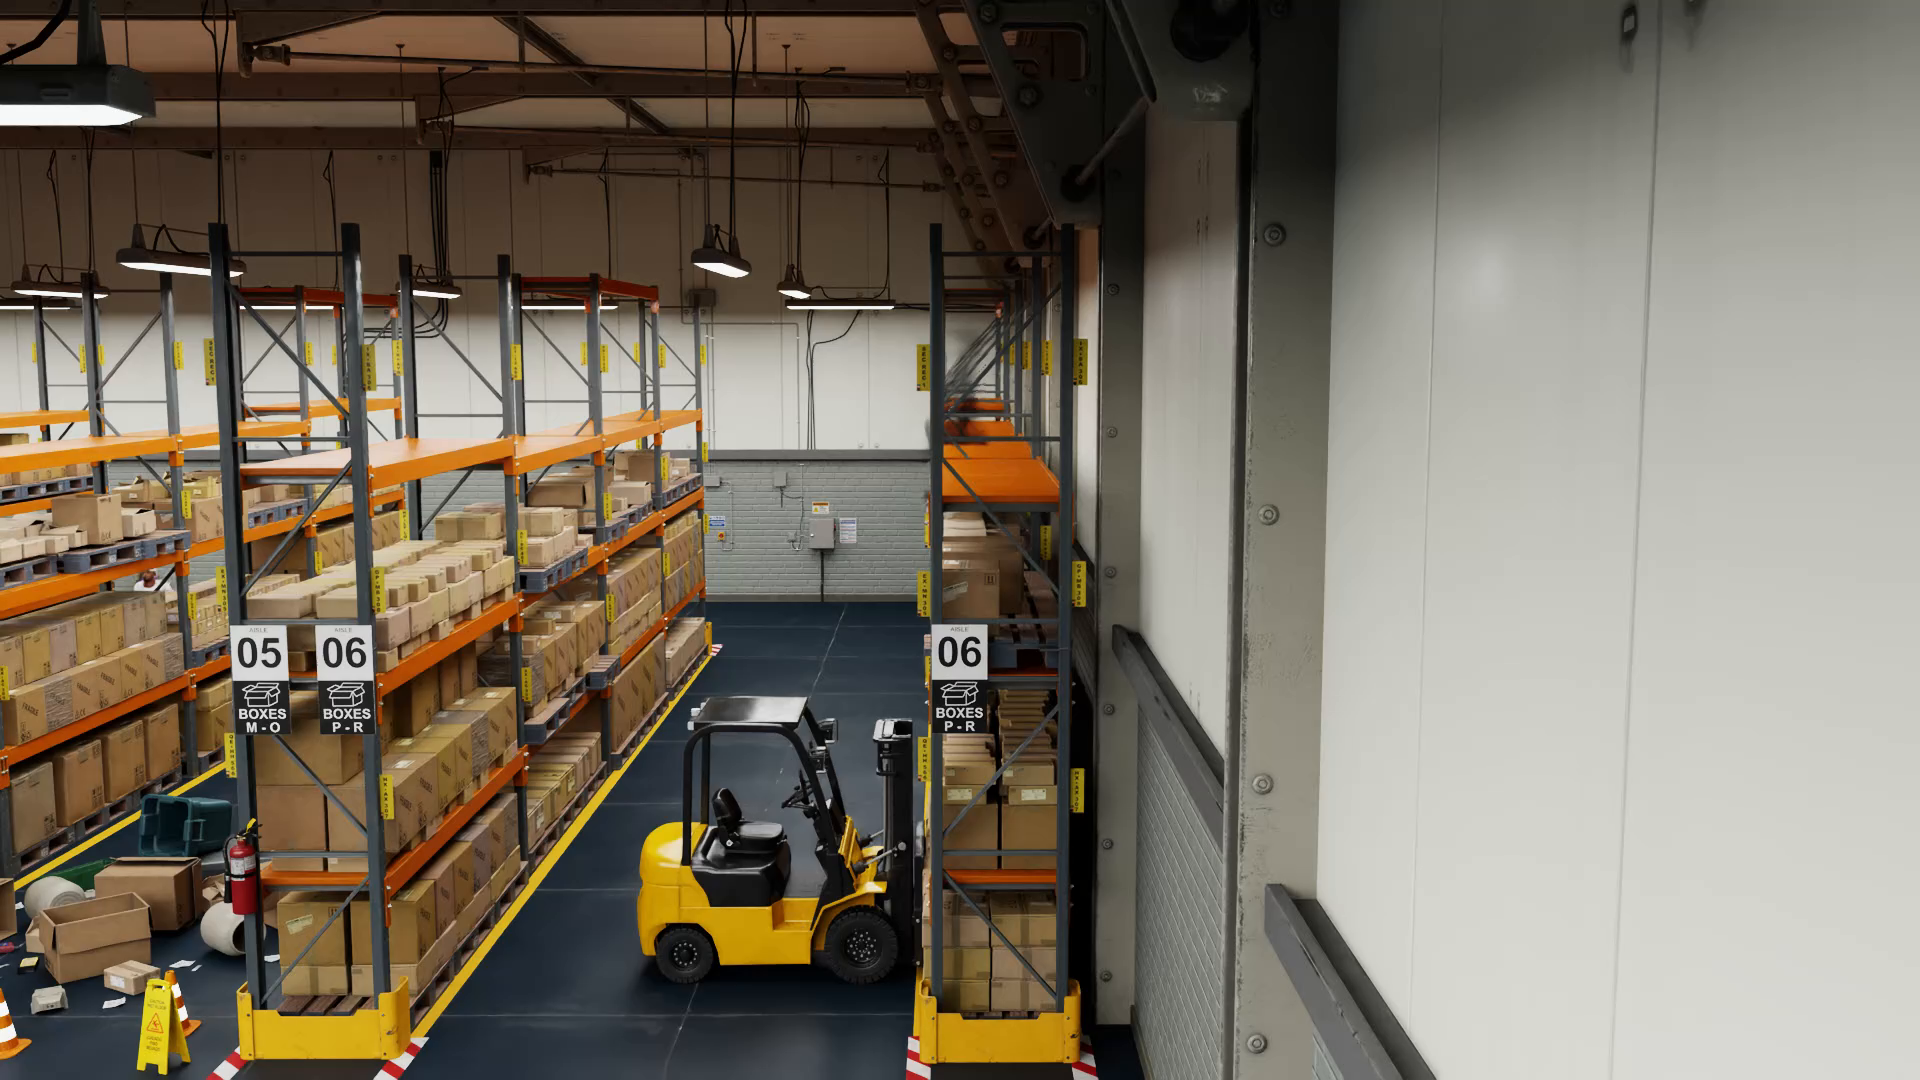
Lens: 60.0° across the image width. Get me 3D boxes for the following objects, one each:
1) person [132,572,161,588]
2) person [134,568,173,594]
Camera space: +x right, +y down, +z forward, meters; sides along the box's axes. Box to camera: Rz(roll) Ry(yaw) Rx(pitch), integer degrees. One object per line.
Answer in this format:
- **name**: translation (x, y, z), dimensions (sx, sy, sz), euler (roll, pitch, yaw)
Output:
- **person**: translation (-14.278, 1.011, 29.229), dimensions (0.676, 1.580, 0.583), euler (4, 8, 28)
- **person**: translation (-12.789, 1.241, 26.357), dimensions (0.686, 1.731, 0.616), euler (-1, 7, -7)
